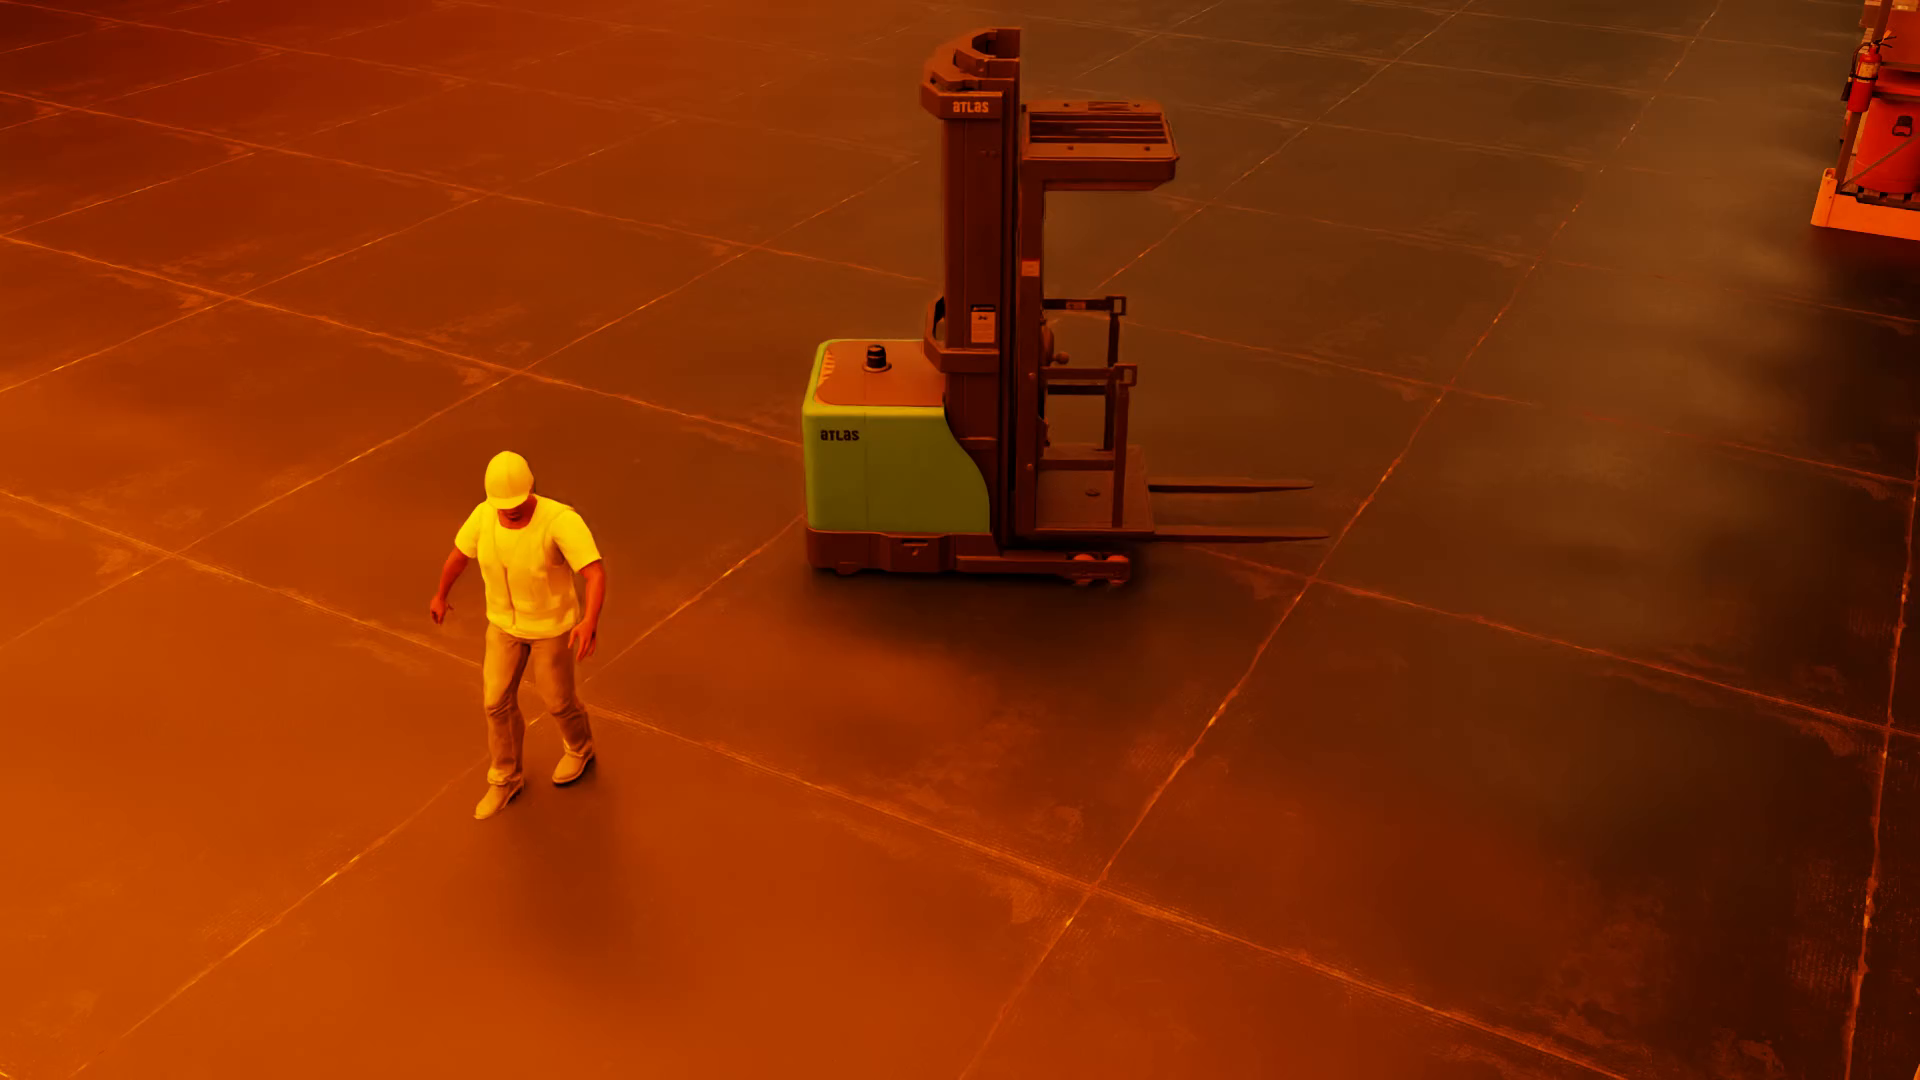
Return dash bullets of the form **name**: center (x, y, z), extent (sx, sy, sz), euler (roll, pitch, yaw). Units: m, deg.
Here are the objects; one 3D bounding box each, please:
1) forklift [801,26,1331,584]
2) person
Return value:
- **forklift**: center (0.636, -1.287, 9.300), extent (3.031, 2.935, 1.130), euler (1, 30, 1)
- **person**: center (-2.017, 0.434, 7.551), extent (1.048, 1.780, 0.656), euler (10, 31, 16)
